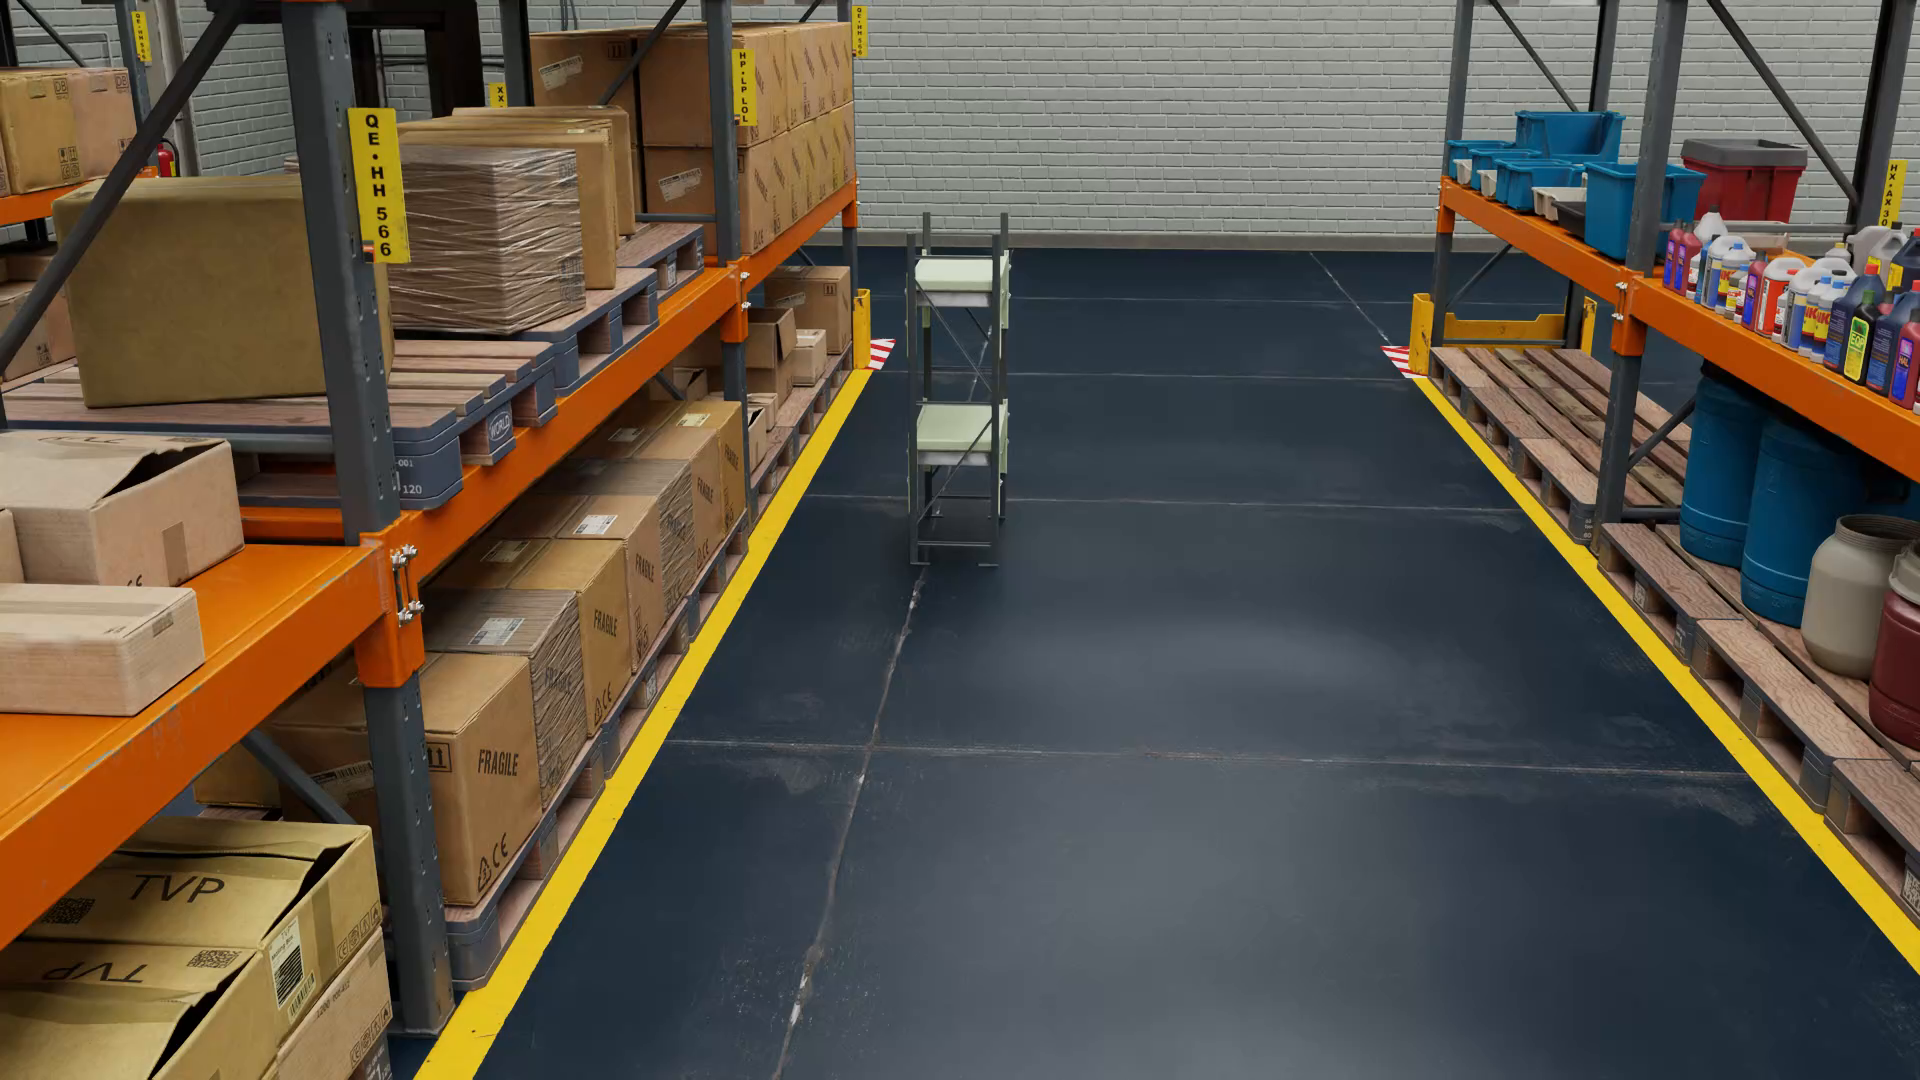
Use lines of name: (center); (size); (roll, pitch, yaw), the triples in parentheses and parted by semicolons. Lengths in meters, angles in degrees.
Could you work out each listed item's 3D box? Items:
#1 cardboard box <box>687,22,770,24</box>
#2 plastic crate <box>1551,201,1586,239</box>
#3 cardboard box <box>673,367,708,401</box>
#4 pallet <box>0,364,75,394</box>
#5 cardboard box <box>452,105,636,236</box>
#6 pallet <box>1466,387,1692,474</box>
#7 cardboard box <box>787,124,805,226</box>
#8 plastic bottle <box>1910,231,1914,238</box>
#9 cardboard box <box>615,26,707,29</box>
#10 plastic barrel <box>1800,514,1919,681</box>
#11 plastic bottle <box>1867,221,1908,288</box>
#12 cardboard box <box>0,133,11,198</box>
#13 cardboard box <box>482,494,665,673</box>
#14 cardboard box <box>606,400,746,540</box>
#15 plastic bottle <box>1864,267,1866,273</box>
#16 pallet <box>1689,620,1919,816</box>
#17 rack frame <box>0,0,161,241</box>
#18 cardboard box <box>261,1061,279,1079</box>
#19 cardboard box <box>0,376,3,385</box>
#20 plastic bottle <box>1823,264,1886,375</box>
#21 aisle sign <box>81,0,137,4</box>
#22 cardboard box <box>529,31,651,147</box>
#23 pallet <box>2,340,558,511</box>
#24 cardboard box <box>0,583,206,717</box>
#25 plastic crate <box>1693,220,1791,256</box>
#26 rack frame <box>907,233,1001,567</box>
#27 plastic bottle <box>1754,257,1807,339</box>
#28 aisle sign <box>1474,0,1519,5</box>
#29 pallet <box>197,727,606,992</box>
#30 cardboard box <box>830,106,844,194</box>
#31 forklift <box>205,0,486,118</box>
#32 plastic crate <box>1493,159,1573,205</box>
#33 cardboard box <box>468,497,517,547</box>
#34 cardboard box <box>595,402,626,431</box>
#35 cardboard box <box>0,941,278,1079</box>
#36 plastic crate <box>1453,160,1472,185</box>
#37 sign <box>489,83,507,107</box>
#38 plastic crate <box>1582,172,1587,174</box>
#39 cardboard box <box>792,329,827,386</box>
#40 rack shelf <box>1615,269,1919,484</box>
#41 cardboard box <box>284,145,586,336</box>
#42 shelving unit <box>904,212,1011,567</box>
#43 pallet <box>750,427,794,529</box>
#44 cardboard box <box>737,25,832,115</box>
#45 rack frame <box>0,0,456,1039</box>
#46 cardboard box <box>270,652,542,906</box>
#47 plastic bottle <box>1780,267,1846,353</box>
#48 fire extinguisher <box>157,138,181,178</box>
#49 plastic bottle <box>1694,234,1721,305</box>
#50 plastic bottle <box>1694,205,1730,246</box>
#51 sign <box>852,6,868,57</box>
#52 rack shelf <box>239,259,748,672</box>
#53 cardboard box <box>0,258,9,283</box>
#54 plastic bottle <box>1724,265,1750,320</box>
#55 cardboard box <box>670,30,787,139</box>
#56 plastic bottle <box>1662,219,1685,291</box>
cardboard box: (-1.513, -3.090, 10.771); (0.500, 0.500, 0.500); (2, 18, 6)
plastic crate: (3.247, -1.597, 8.325); (0.437, 0.125, 0.590); (1, 18, 4)
cardboard box: (-1.694, -0.805, 9.174); (0.500, 0.311, 0.500); (1, 18, 4)
pallet: (-6.229, -0.856, 10.197); (1.003, 0.211, 1.213); (1, 18, 4)
cardboard box: (-1.762, -1.562, 7.039); (0.700, 0.500, 0.500); (-5, 19, -15)
pallet: (3.534, -0.630, 9.506); (1.003, 0.211, 1.213); (1, 18, 4)
cardboard box: (-1.125, -1.972, 8.962); (0.500, 0.500, 0.500); (1, 18, 4)
plastic bottle: (3.758, -1.088, 6.613); (0.061, 0.283, 0.133); (1, 18, 4)
cardboard box: (-1.620, -2.615, 9.320); (0.500, 0.500, 0.500); (1, 18, 3)
plastic barrel: (3.199, 0.199, 5.820); (0.421, 0.512, 0.421); (0, 18, 0)
plastic bottle: (3.552, -1.033, 6.336); (0.144, 0.351, 0.185); (1, 18, 4)
cardboard box: (-6.291, -2.330, 9.736); (0.980, 0.700, 0.700); (0, 18, 1)
cardboard box: (-1.369, 0.148, 5.962); (0.500, 0.500, 0.500); (1, 18, 2)
cardboard box: (-1.255, -0.319, 7.387); (0.500, 0.500, 0.500); (1, 18, 4)
plastic bottle: (3.577, -1.005, 6.492); (0.097, 0.201, 0.097); (0, 18, 0)
pallet: (3.253, 0.598, 5.759); (1.003, 0.211, 1.213); (1, 18, 4)
rack frame: (-6.160, -2.809, 11.679); (1.000, 3.000, 0.127); (1, 18, 4)
cardboard box: (-1.620, 1.221, 3.121); (0.500, 0.250, 0.500); (1, 18, 3)
cardboard box: (-6.212, -1.124, 9.875); (0.700, 0.500, 0.500); (2, 18, 5)
plastic bottle: (2.909, -0.717, 5.374); (0.144, 0.351, 0.185); (1, 18, 4)
aisle sign: (-5.855, -4.060, 11.322); (0.394, 0.787, 0.004); (1, 18, 4)
cardboard box: (-1.727, -2.143, 7.879); (0.500, 0.500, 0.500); (1, 18, 4)
pallet: (-1.814, -0.336, 4.439); (1.213, 0.211, 1.003); (1, 18, 4)
cardboard box: (-1.581, 0.190, 2.930); (0.380, 0.149, 0.250); (1, 18, 4)
plastic crate: (3.611, -1.390, 7.676); (0.396, 0.136, 0.243); (1, 18, 4)
rack frame: (-0.027, -0.597, 7.336); (0.400, 1.500, 0.023); (1, 18, 4)
plastic bottle: (2.955, -0.864, 5.941); (0.152, 0.276, 0.135); (1, 18, 4)
aisle sign: (3.431, -3.852, 10.688); (0.394, 0.787, 0.004); (1, 18, 4)
pallet: (-1.701, 0.879, 4.901); (1.003, 0.211, 1.213); (1, 18, 4)
cardboard box: (-1.013, -2.441, 10.394); (0.500, 0.500, 0.500); (1, 18, 4)
forklift: (-3.454, -2.082, 9.571); (1.130, 2.935, 3.031); (6, 19, 17)
plastic crate: (3.281, -2.059, 9.561); (0.416, 0.233, 0.300); (1, 18, 4)
cardboard box: (-1.890, 0.144, 5.974); (0.500, 0.500, 0.500); (1, 18, 2)
cardboard box: (-1.783, -0.334, 7.432); (0.500, 0.500, 0.500); (0, 18, 1)
cardboard box: (-1.615, 0.955, 3.031); (0.500, 0.311, 0.500); (1, 18, 3)
plastic crate: (3.270, -2.324, 10.526); (0.250, 0.136, 0.298); (1, 18, 4)
sign: (-2.047, -1.879, 7.448); (0.100, 0.325, 0.005); (1, 18, 4)
plastic crate: (3.809, -2.144, 9.977); (0.396, 0.136, 0.243); (1, 18, 4)
cardboard box: (-1.110, -1.133, 10.274); (0.500, 0.250, 0.500); (1, 18, 4)
rack shelf: (3.292, -0.383, 5.429); (1.077, 0.370, 4.000); (1, 18, 4)
cardboard box: (-1.603, -0.940, 5.140); (0.700, 0.500, 0.500); (5, 19, 14)
shelving unit: (0.000, -0.711, 7.683); (0.431, 1.500, 0.755); (1, 18, 4)
pallet: (-1.455, -0.345, 8.639); (1.003, 0.211, 1.213); (1, 18, 4)
cardboard box: (-1.044, -2.760, 9.762); (0.500, 0.500, 0.500); (2, 18, 5)
rack frame: (-1.792, -0.215, 3.762); (1.000, 3.000, 0.127); (1, 18, 4)
cardboard box: (-1.474, 0.629, 4.495); (0.500, 0.500, 0.500); (2, 18, 6)
plastic bottle: (2.939, -0.792, 5.722); (0.152, 0.276, 0.135); (1, 18, 4)
fire extinguisher: (-5.689, -2.632, 11.860); (0.296, 0.674, 0.183); (1, 18, 4)
plastic bottle: (2.977, -1.072, 6.585); (0.097, 0.271, 0.097); (0, 18, 0)
plastic bottle: (3.084, -1.208, 6.870); (0.144, 0.351, 0.185); (1, 18, 4)
sign: (-0.666, -3.382, 11.059); (0.100, 0.325, 0.005); (1, 18, 4)
rack shelf: (-1.649, -0.494, 5.770); (1.077, 0.370, 4.000); (1, 18, 4)
cardboard box: (-6.355, -1.718, 10.646); (0.380, 0.149, 0.250); (1, 18, 4)
plastic bottle: (2.953, -0.937, 6.284); (0.097, 0.201, 0.097); (0, 18, 0)
cardboard box: (-1.154, -2.280, 8.299); (0.500, 0.500, 0.500); (1, 18, 2)
plastic bottle: (2.983, -1.186, 6.912); (0.061, 0.283, 0.133); (1, 18, 4)
